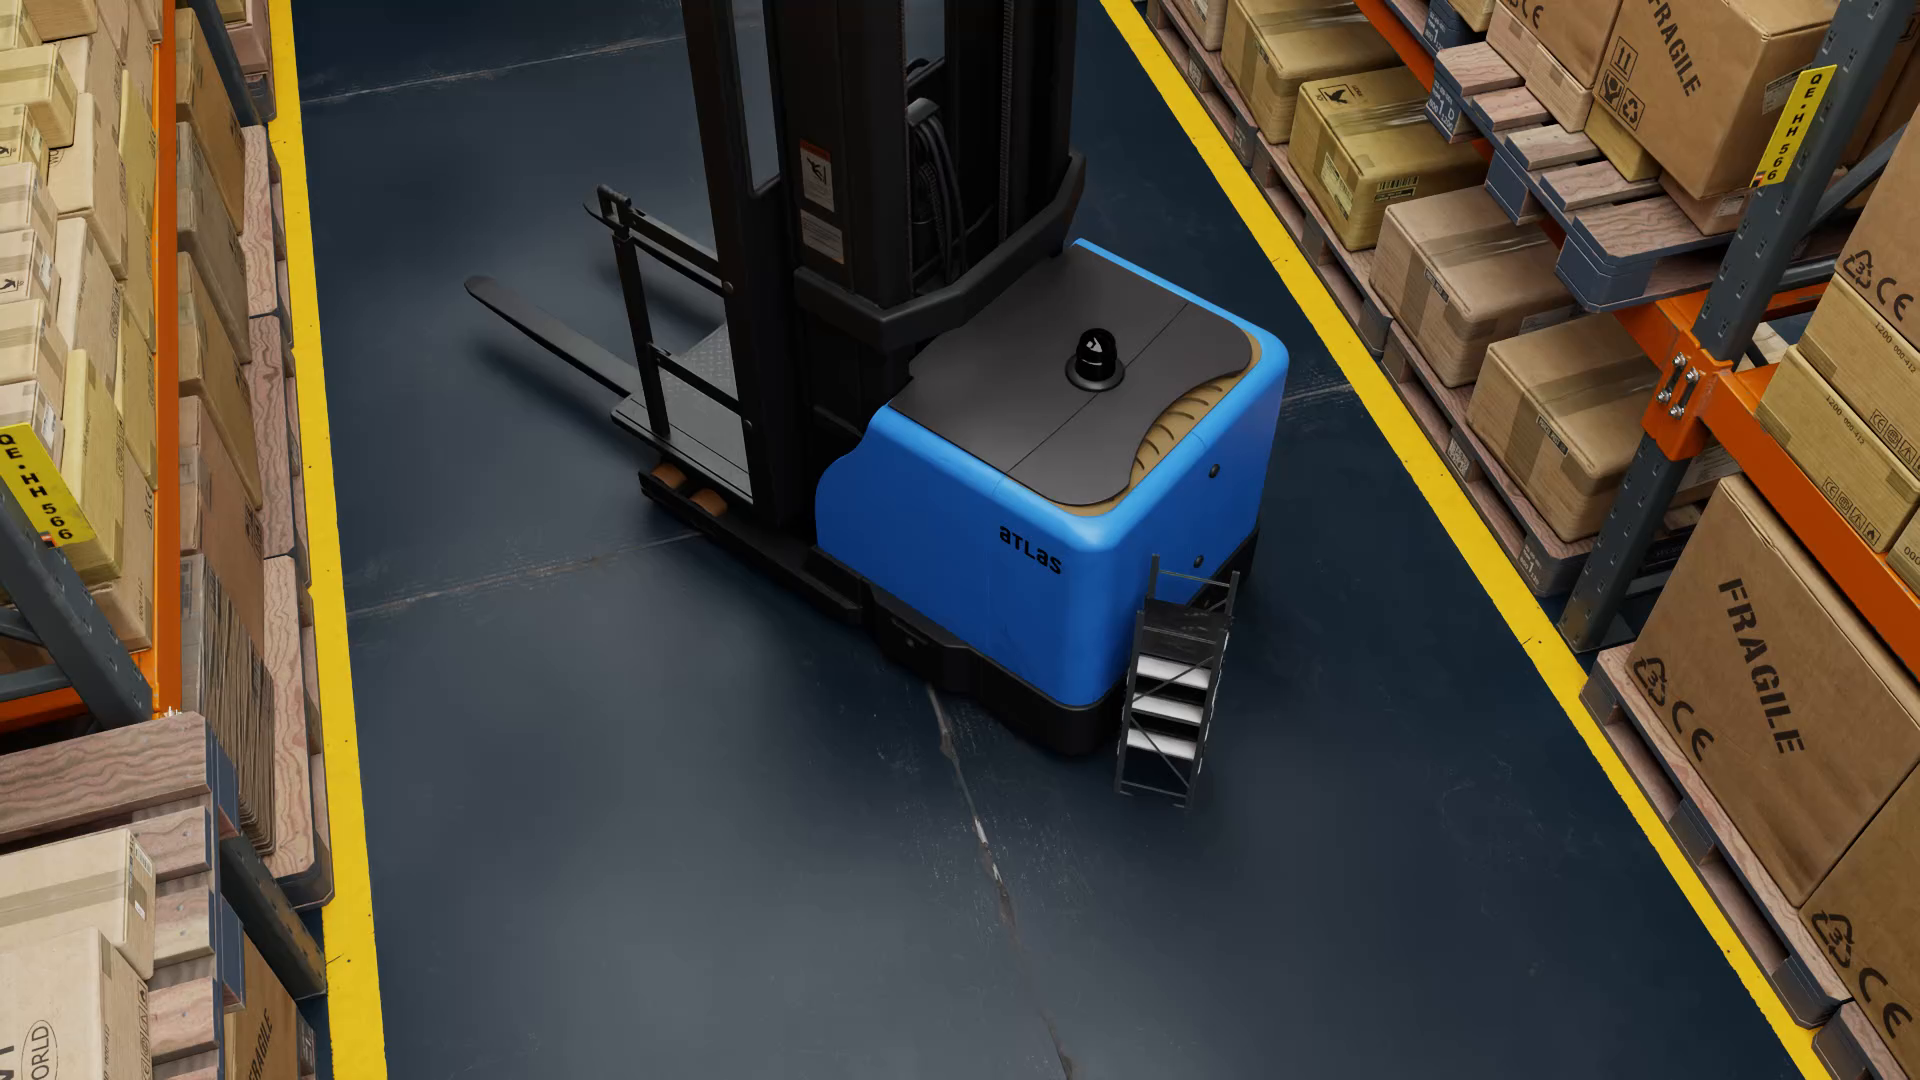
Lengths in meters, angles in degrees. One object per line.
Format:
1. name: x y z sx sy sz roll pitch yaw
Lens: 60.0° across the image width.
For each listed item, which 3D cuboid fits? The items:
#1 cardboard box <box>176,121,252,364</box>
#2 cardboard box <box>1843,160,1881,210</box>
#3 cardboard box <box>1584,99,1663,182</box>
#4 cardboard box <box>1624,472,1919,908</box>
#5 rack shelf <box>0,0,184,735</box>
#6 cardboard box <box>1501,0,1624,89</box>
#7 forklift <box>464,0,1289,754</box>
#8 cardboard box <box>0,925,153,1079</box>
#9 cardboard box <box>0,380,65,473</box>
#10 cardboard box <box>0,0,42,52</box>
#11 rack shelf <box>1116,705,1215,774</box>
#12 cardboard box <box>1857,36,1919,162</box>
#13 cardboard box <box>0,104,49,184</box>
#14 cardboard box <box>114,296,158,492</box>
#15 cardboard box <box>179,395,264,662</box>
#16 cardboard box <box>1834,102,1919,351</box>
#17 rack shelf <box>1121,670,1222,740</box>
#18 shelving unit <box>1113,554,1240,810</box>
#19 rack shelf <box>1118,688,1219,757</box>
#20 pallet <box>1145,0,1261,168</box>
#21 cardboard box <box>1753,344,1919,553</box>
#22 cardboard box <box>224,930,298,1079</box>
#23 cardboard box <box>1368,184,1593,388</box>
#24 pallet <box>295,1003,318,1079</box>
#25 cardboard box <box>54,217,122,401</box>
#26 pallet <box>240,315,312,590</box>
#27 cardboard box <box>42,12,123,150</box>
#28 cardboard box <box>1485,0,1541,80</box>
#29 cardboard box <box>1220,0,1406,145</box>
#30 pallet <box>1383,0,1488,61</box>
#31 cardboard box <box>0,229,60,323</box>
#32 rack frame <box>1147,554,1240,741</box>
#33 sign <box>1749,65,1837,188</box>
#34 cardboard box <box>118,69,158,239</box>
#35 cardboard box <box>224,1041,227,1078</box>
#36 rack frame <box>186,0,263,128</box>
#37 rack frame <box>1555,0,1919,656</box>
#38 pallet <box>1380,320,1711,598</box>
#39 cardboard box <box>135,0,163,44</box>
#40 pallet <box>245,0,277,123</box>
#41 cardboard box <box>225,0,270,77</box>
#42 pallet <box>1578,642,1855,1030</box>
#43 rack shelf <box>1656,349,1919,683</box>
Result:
1. cardboard box: -3.069 -0.966 5.881 0.875 0.625 0.625 -14 51 -11
2. cardboard box: 2.549 -1.080 4.589 0.380 0.149 0.250 -16 52 -13
3. cardboard box: 1.997 -1.167 4.661 0.380 0.149 0.250 -13 51 -10
4. cardboard box: 2.592 0.326 4.628 0.875 0.875 0.875 -14 51 -11
5. rack shelf: -2.865 -0.850 4.976 1.077 0.370 4.000 -13 51 -11
6. cardboard box: 1.904 -1.654 4.648 0.500 0.500 0.500 -14 51 -12
7. forklift: -0.488 -1.245 4.882 3.031 2.935 1.130 32 57 24
8. cardboard box: -1.652 0.989 2.778 0.500 0.250 0.500 -15 52 -13
9. cardboard box: -2.086 -0.162 3.435 0.380 0.149 0.250 -12 51 -10
10. cardboard box: -2.647 -1.271 4.370 0.380 0.149 0.250 -13 51 -11
11. rack shelf: 0.614 0.567 4.963 0.258 0.077 0.200 12 51 10
12. cardboard box: 2.555 -1.391 4.426 0.500 0.500 0.500 -15 51 -12
13. cardboard box: -2.459 -0.904 4.060 0.380 0.149 0.250 -13 51 -11
14. cardboard box: -2.315 -0.321 4.157 0.500 0.250 0.500 -14 51 -12
15. cardboard box: -2.645 0.074 5.004 0.875 0.625 0.625 -12 51 -10
16. cardboard box: 2.380 -0.686 3.647 0.500 0.500 0.500 -15 51 -12
17. rack shelf: 0.614 0.451 4.825 0.258 0.077 0.200 12 51 10
18. shelving unit: 0.614 0.429 4.799 0.258 0.900 0.210 12 51 10
19. rack shelf: 0.614 0.509 4.894 0.258 0.077 0.200 12 51 10
20. pallet: 1.516 -2.201 7.467 1.003 0.211 1.213 -13 51 -11
21. cardboard box: 2.372 -0.284 4.126 0.500 0.250 0.500 -14 51 -12
22. cardboard box: -1.943 1.309 4.045 0.500 0.500 0.500 -12 51 -10
23. cardboard box: 2.084 -0.987 6.064 0.950 0.372 0.625 -14 51 -12
24. pallet: -2.088 1.831 4.068 1.003 0.211 1.213 -13 51 -11
25. cardboard box: -2.318 -0.480 3.964 0.500 0.250 0.500 -12 51 -10
26. pallet: -2.836 -0.222 5.799 1.003 0.211 1.213 -13 51 -11
27. cardboard box: -2.631 -1.233 4.599 0.500 0.250 0.500 -13 51 -10
28. cardboard box: 1.813 -1.526 4.964 0.380 0.149 0.250 -16 52 -13
29. cardboard box: 1.658 -2.050 6.960 0.950 0.372 0.625 -10 51 -9
30. pallet: 1.843 -2.121 5.702 1.003 0.211 1.213 -13 51 -11
31. cardboard box: -2.267 -0.539 3.753 0.380 0.149 0.250 -12 51 -10
32. rack frame: 0.642 0.355 4.863 0.240 0.900 0.006 12 51 10
33. sign: 1.952 -0.965 3.896 0.100 0.325 0.005 -13 51 -11
34. cardboard box: -2.626 -1.075 4.792 0.500 0.250 0.500 -12 51 -10
35. cardboard box: -1.885 1.143 3.760 0.380 0.149 0.250 -16 52 -13
36. rack frame: -3.456 -2.543 5.932 1.000 3.000 0.127 -13 51 -11
37. rack frame: 2.467 -0.747 4.418 1.000 3.000 0.127 -13 51 -11
38. pallet: 2.238 -0.419 5.965 1.003 0.211 1.213 -13 51 -11
39. cardboard box: -2.903 -1.820 5.420 0.500 0.250 0.500 -14 51 -11
40. pallet: -3.651 -2.235 7.496 1.003 0.211 1.213 -13 51 -11
41. cardboard box: -3.283 -2.220 7.184 0.500 0.250 0.500 -13 51 -11
42. pallet: 2.629 0.745 4.984 1.003 0.211 1.213 -13 51 -11
43. rack shelf: 3.059 0.946 3.461 1.077 0.370 4.000 -13 51 -11
